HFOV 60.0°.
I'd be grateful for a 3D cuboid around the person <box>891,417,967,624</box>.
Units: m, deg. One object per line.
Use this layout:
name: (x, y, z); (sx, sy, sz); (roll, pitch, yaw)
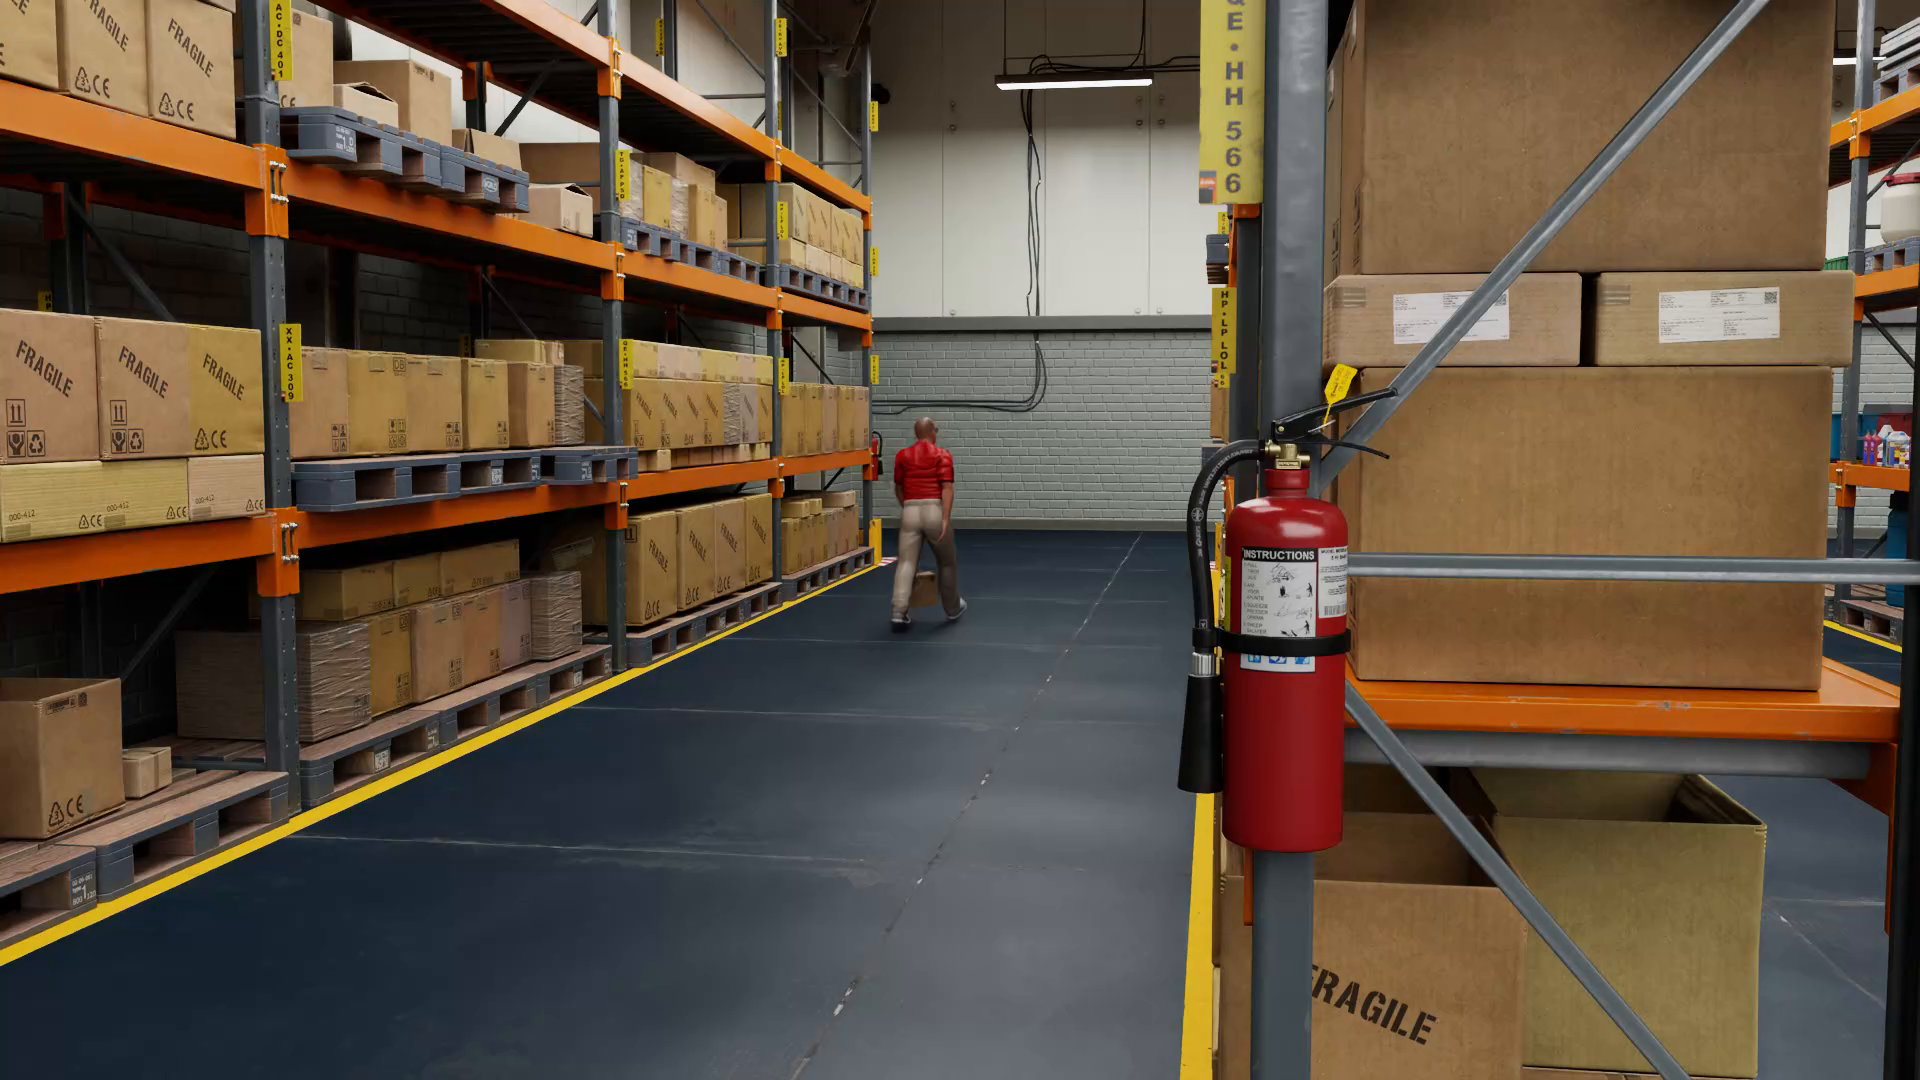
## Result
person: (-0.287, -0.159, 13.482); (0.540, 1.669, 1.044); (1, 5, 16)
